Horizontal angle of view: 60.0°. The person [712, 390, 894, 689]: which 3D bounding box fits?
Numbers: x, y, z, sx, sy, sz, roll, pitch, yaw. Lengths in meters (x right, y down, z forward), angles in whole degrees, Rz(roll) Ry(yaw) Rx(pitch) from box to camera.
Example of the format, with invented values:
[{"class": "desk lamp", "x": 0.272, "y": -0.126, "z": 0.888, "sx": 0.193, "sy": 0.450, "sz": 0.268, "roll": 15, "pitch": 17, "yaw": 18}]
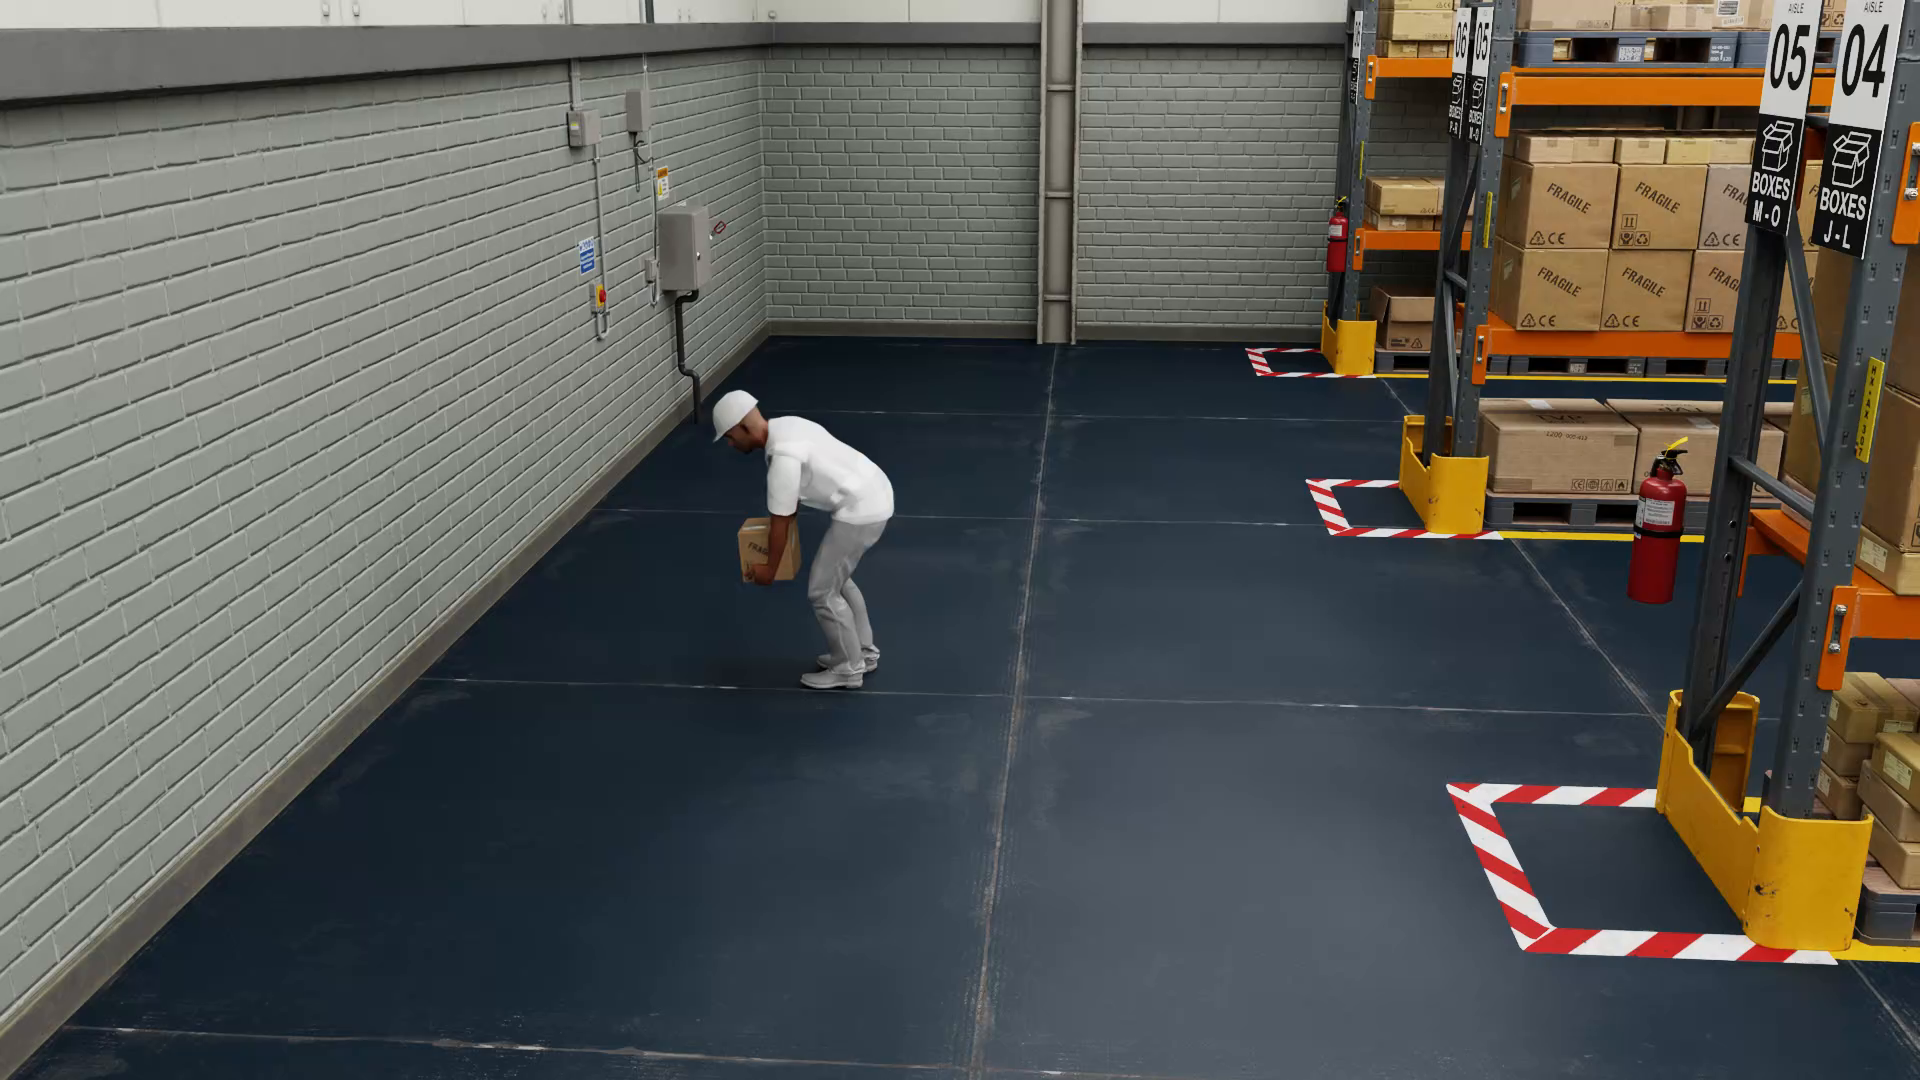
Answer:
[{"class": "person", "x": -0.746, "y": -0.008, "z": 8.050, "sx": 0.857, "sy": 1.454, "sz": 0.488, "roll": 1, "pitch": 17, "yaw": 2}]
